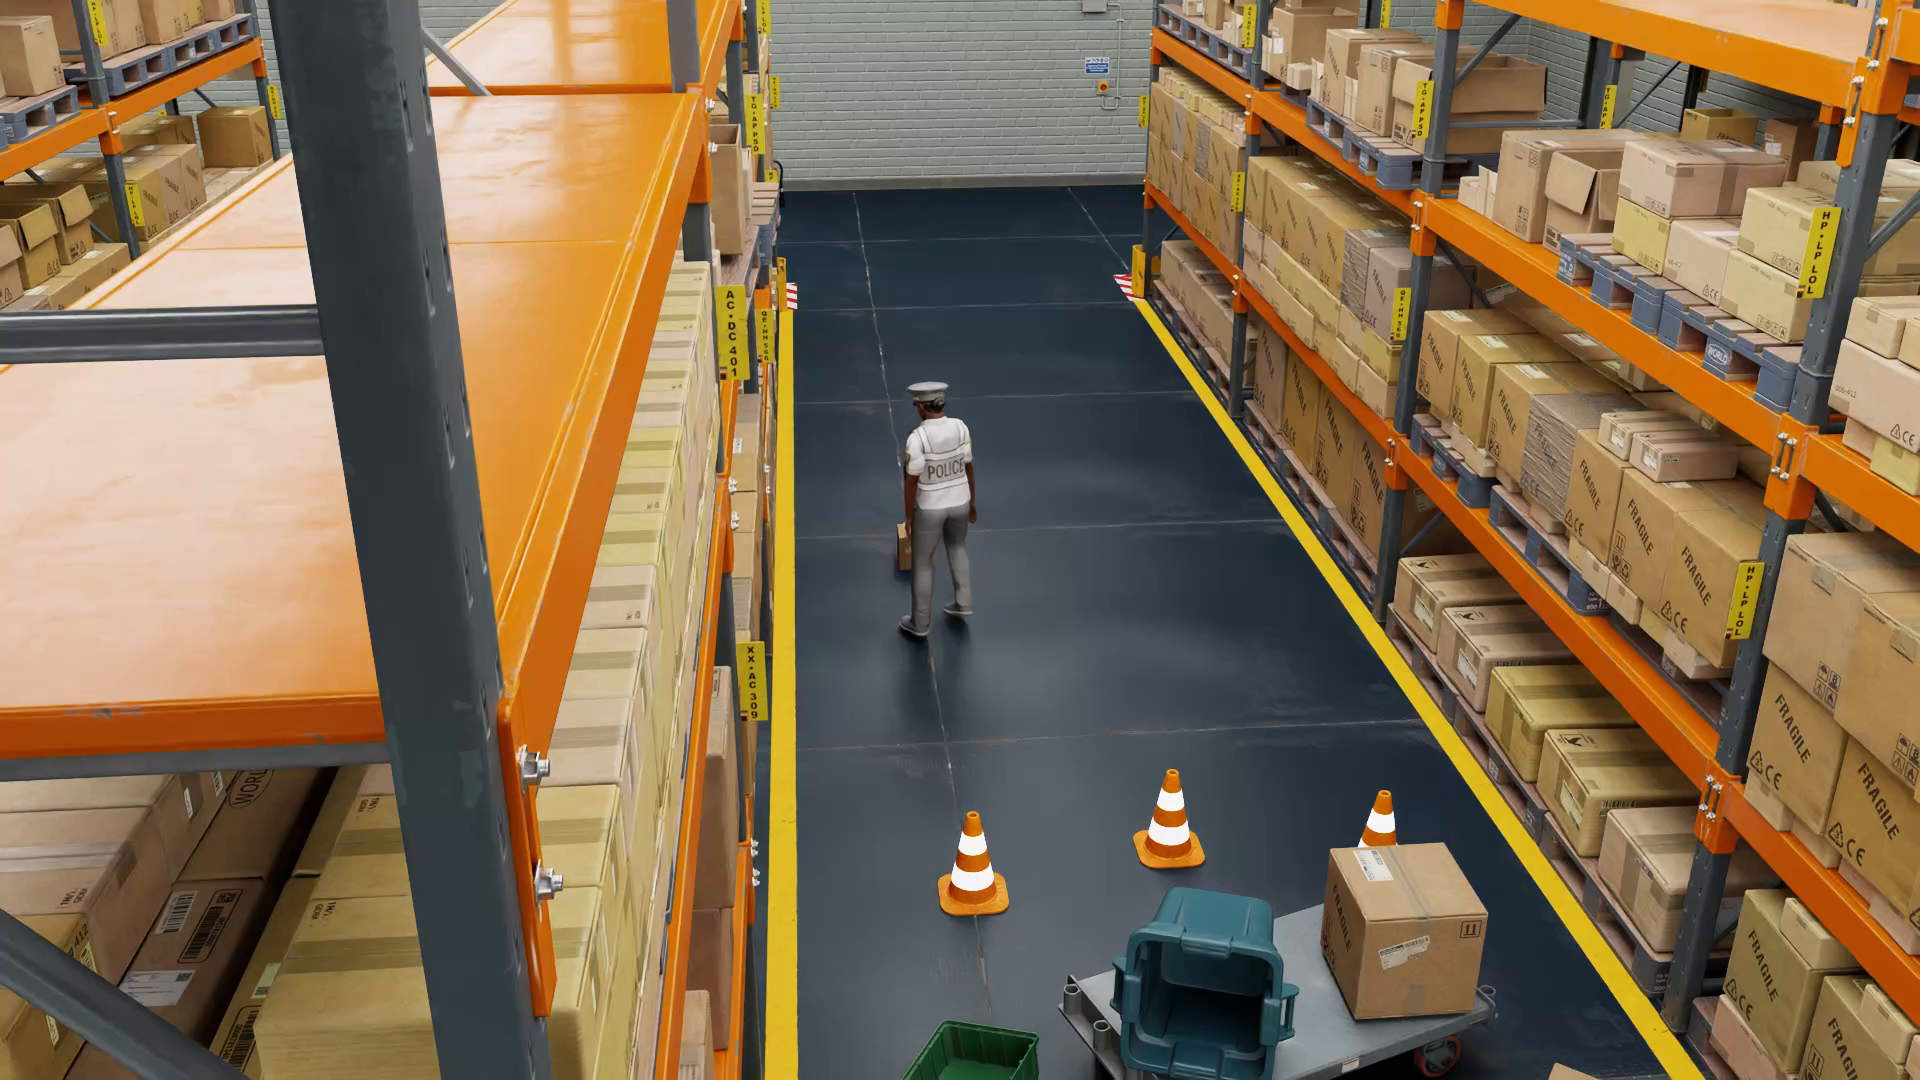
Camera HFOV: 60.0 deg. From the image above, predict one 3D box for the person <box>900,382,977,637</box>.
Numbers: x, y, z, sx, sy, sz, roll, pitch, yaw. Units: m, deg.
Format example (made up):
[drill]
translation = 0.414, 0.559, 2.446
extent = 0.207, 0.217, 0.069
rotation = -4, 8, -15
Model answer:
[person]
translation = -0.137, -0.196, 10.501
extent = 0.516, 1.660, 0.372
rotation = -12, 27, -25
